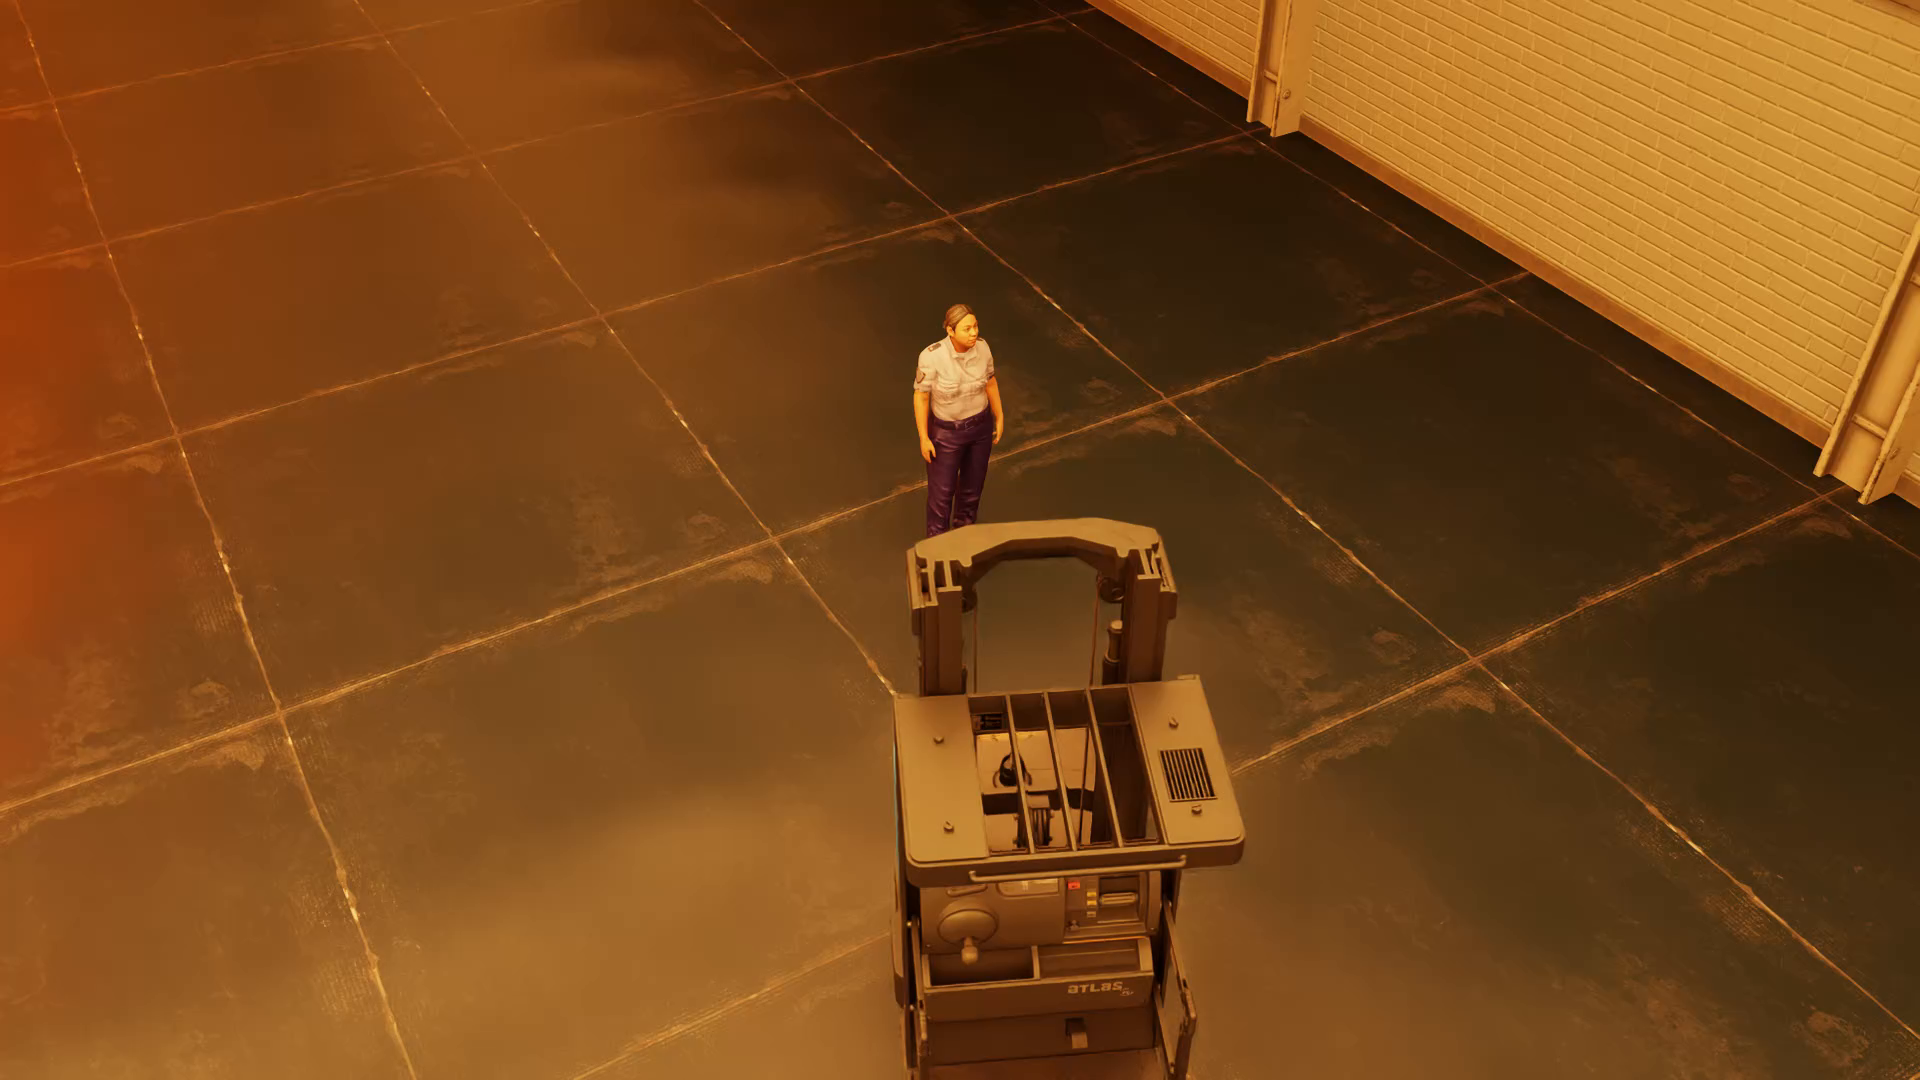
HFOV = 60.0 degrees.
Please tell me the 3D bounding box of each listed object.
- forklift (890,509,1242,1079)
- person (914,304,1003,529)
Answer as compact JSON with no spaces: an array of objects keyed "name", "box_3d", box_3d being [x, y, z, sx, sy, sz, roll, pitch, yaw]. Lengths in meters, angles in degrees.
[{"name":"forklift","box_3d":[0.329,1.456,6.280,1.130,2.935,3.031,-3,40,-4]},{"name":"person","box_3d":[0.025,-0.580,9.736,0.598,1.640,0.503,-20,44,-23]}]
